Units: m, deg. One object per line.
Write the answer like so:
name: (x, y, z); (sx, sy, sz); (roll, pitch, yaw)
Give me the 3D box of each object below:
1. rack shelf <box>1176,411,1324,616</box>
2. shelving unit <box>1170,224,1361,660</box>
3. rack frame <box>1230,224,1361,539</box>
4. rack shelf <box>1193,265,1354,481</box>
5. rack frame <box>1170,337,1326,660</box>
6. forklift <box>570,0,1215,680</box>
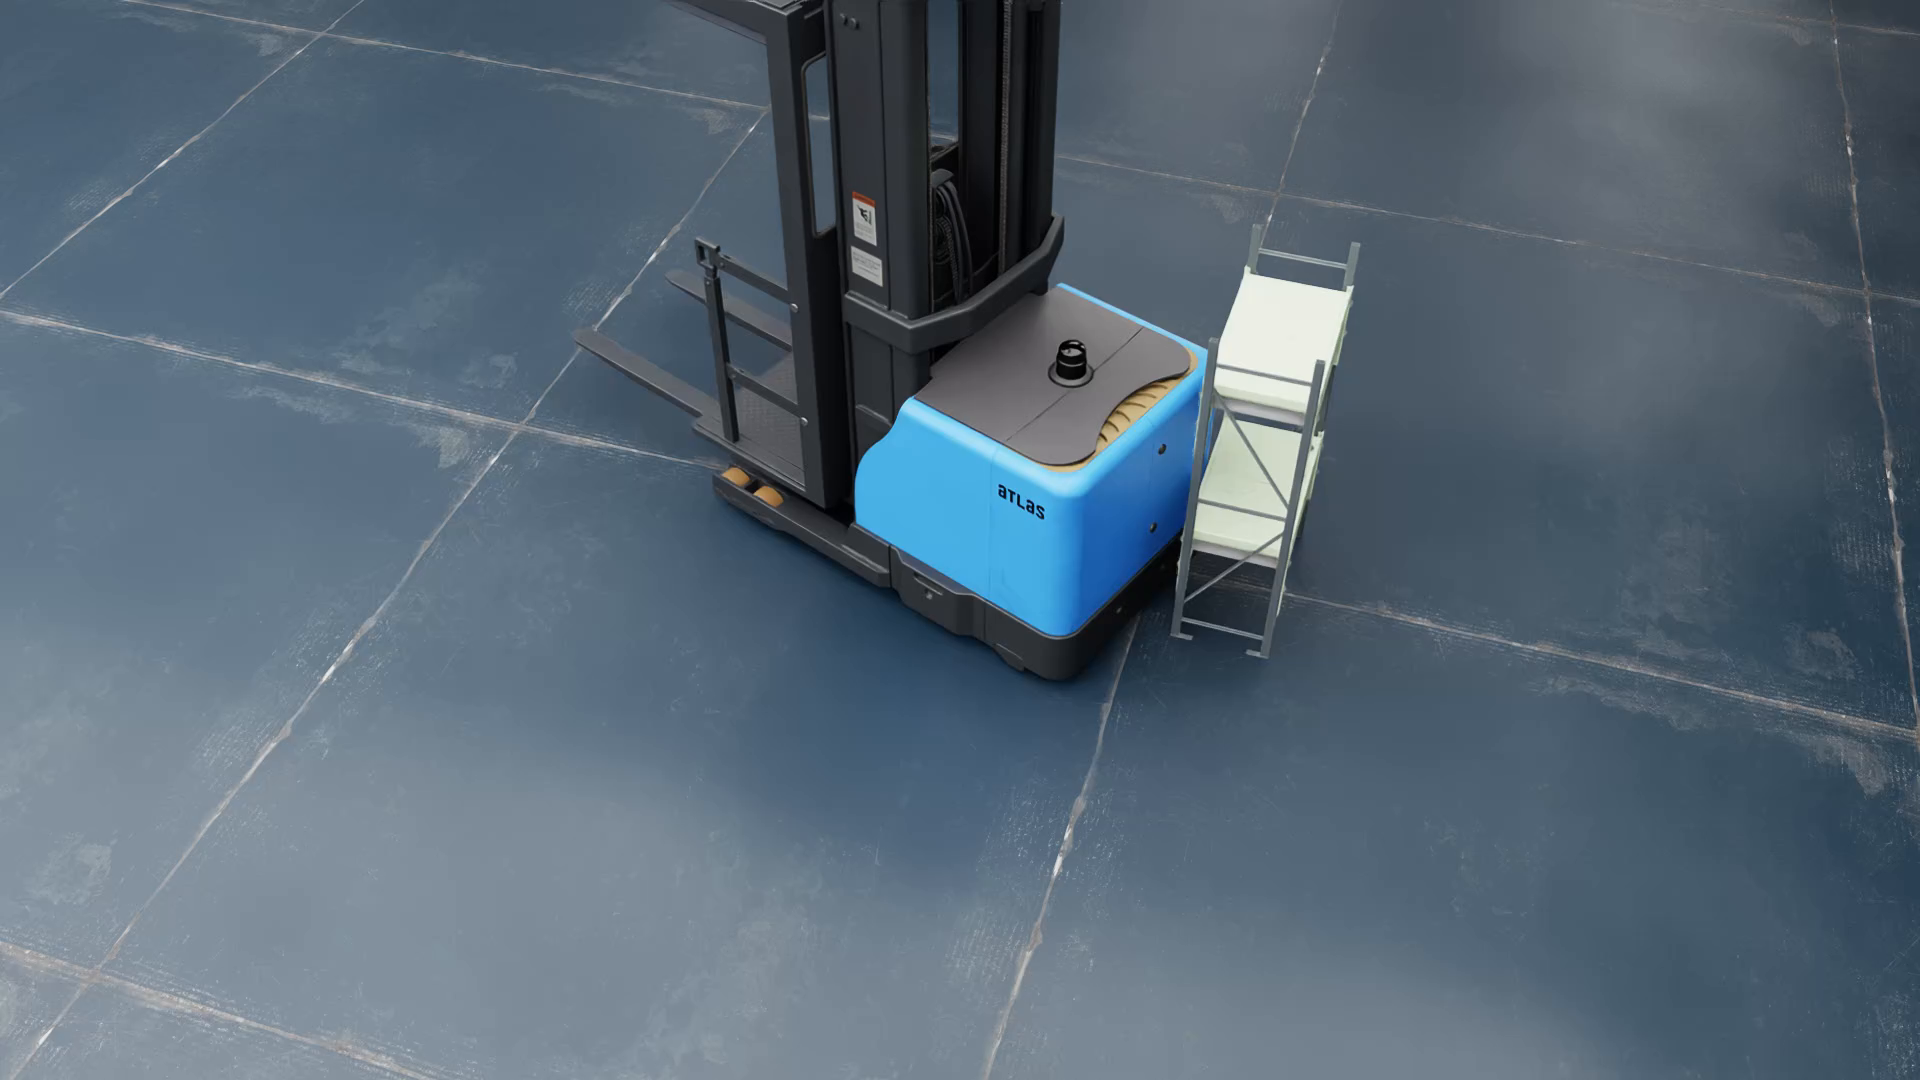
rack shelf: (1.165, -0.117, 6.663); (0.431, 0.370, 0.720); (13, 46, 13)
shelving unit: (1.165, -0.350, 6.435); (0.431, 1.500, 0.755); (13, 46, 13)
rack frame: (1.283, -0.593, 6.682); (0.400, 1.500, 0.023); (13, 46, 13)
rack shelf: (1.165, -0.629, 6.162); (0.431, 0.370, 0.720); (13, 46, 13)
rack frame: (1.047, -0.108, 6.187); (0.400, 1.500, 0.023); (13, 46, 13)
forklift: (-0.452, -1.372, 6.455); (3.031, 2.935, 1.130); (30, 52, 27)
